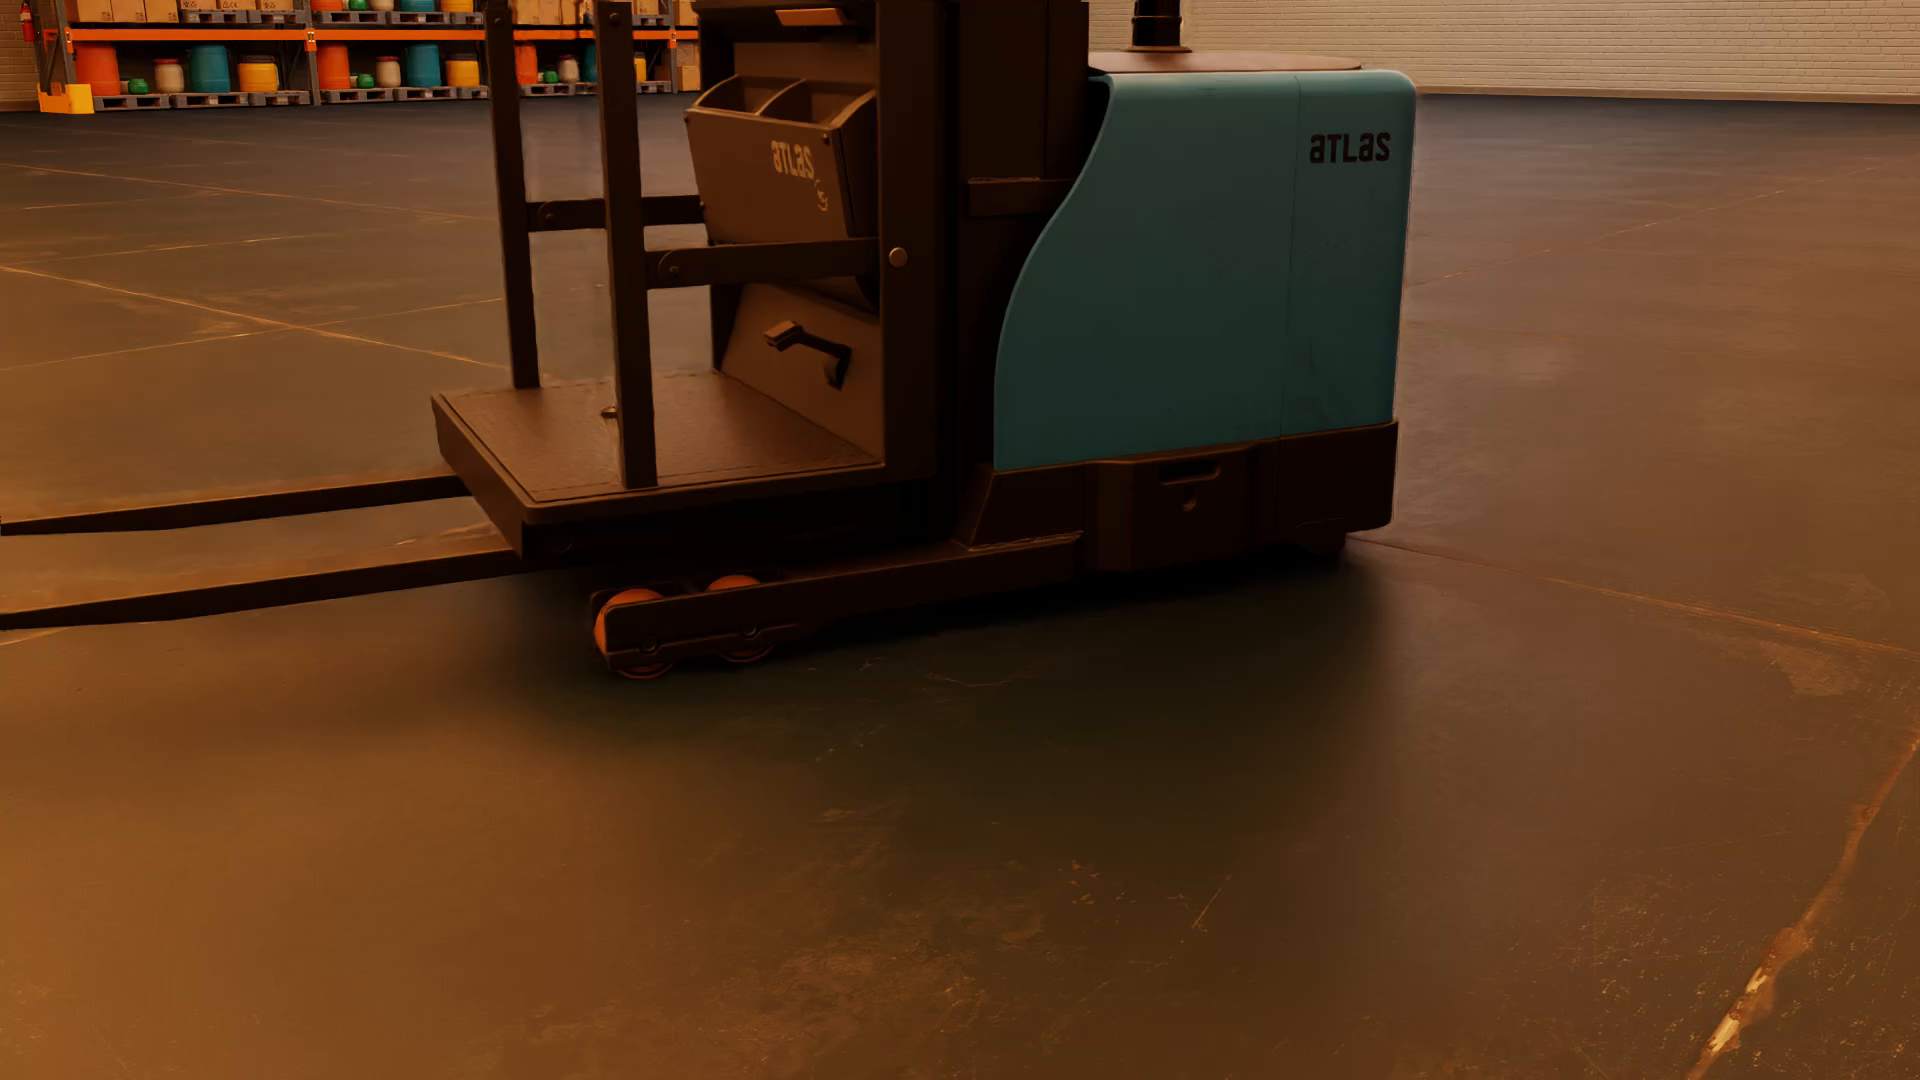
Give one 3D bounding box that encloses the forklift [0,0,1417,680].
[{"bbox_3d":[-0.558,-1.318,3.237,3.031,2.935,1.130,-8,19,-25],"label":"forklift"}]
